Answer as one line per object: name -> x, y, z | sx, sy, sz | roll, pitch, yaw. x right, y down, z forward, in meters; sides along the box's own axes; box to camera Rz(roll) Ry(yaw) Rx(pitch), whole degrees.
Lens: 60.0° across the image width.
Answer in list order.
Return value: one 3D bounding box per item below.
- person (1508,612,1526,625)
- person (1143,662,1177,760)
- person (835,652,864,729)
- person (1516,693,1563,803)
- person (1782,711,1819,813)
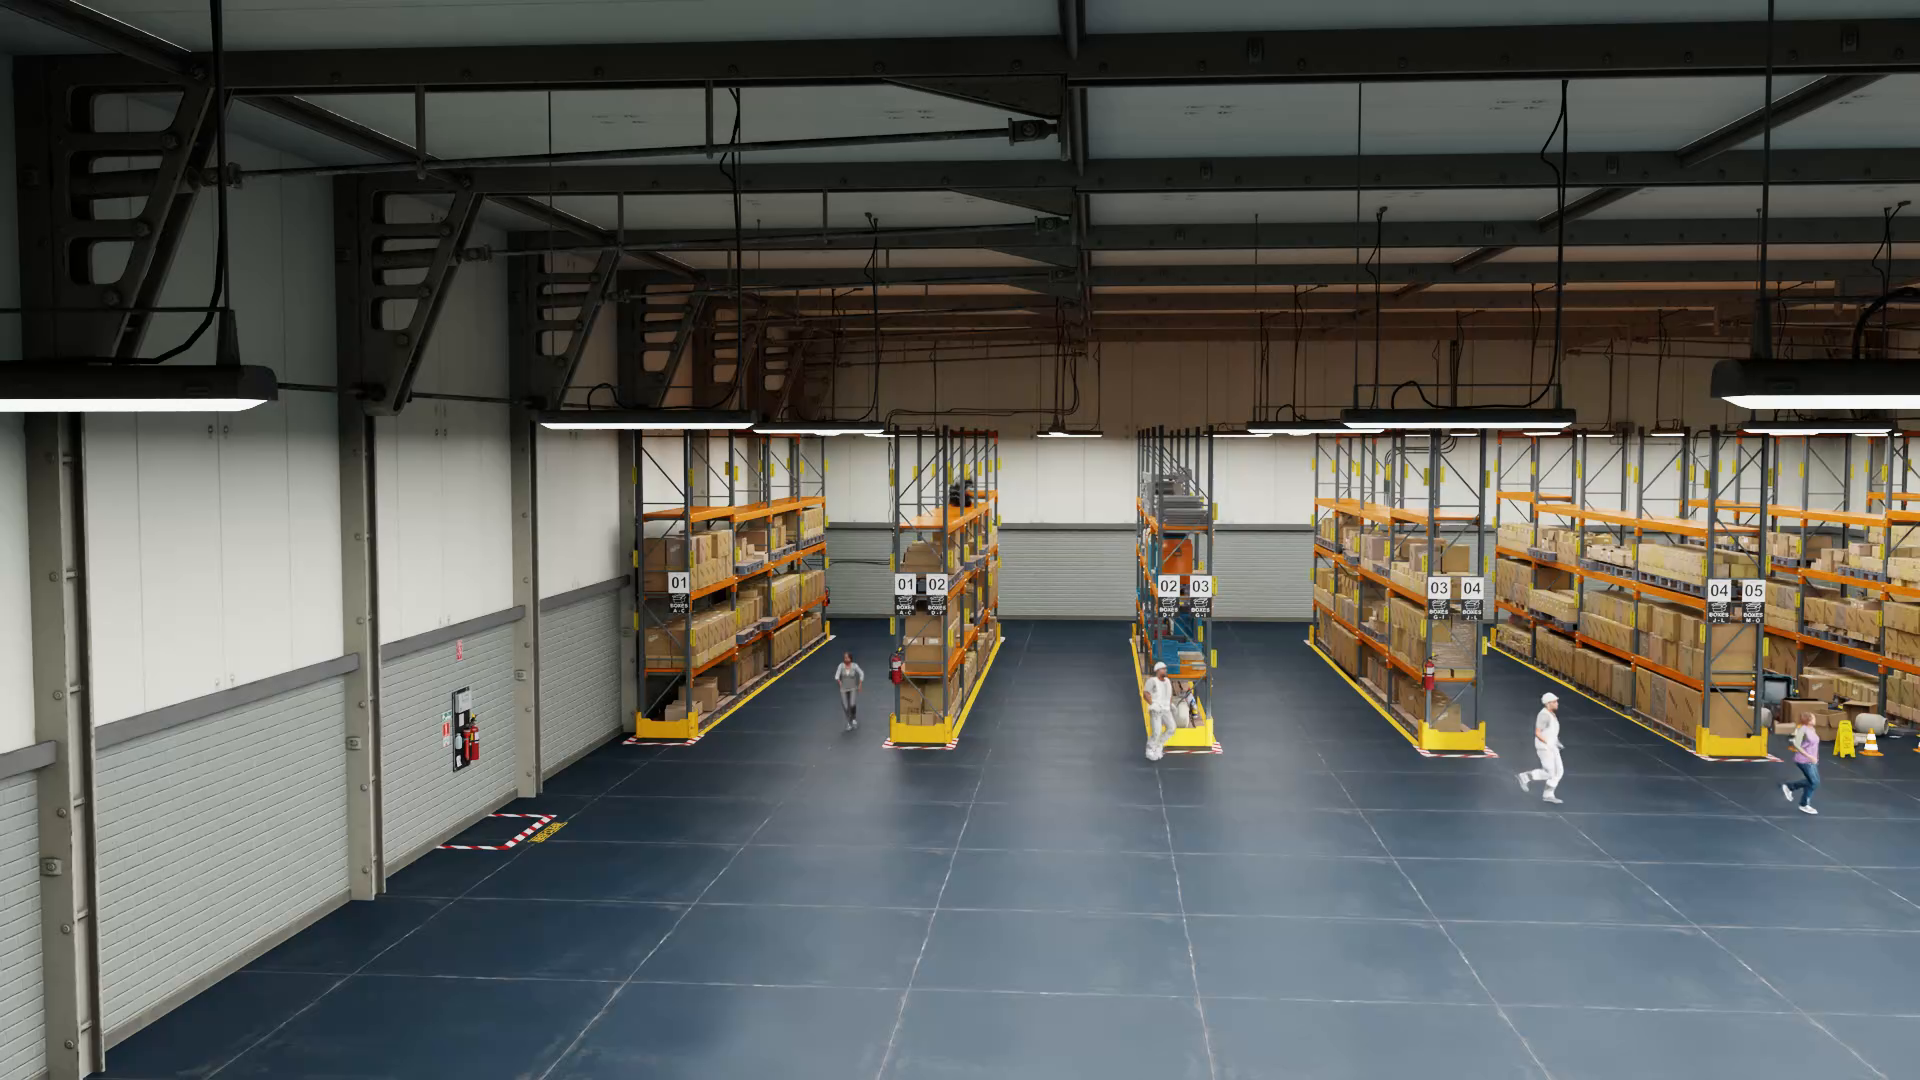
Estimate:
person -> 15.889, 2.031, 47.522 | 0.626, 1.640, 0.903 | -3, 5, -43
person -> 3.626, 3.063, 29.833 | 0.747, 1.728, 0.574 | -2, 4, -33
person -> -2.187, 2.972, 32.690 | 0.559, 1.552, 0.648 | 0, 3, 4
person -> 9.203, 3.277, 26.330 | 0.702, 1.740, 0.646 | 2, 4, 33
person -> 12.985, 3.411, 25.672 | 0.570, 1.553, 0.566 | -3, 5, -44
